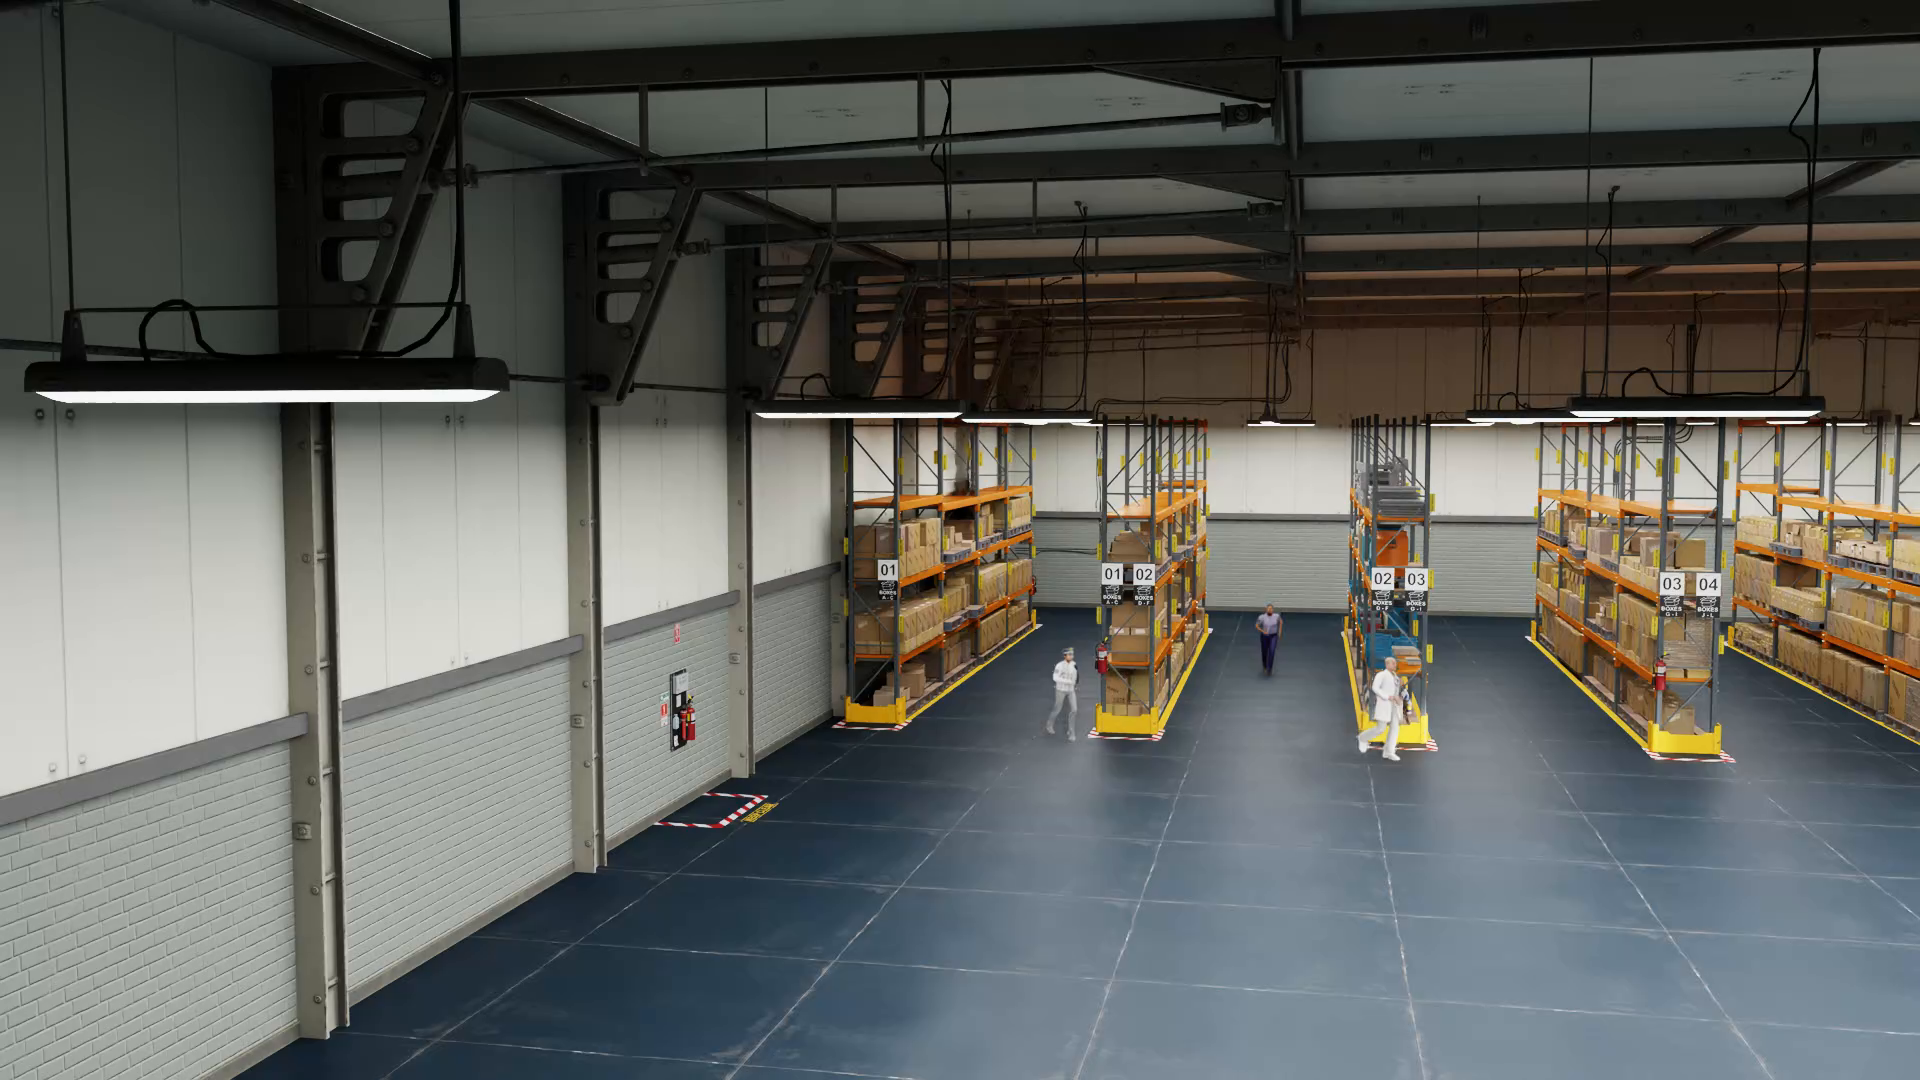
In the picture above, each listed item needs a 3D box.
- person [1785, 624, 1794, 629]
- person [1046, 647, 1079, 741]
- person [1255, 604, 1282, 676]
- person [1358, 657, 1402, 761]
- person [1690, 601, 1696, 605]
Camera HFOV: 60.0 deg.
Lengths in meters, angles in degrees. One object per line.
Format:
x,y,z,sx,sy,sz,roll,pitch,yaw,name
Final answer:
22.603,1.849,44.983,0.895,1.805,0.675,1,4,18,person
1.936,2.838,30.921,0.607,1.737,0.820,-2,4,-29,person
7.244,2.322,39.016,0.628,1.638,0.963,0,4,5,person
7.425,2.917,29.068,0.753,1.752,0.912,-3,5,-41,person
18.736,2.115,42.170,0.688,1.702,0.997,0,4,5,person
